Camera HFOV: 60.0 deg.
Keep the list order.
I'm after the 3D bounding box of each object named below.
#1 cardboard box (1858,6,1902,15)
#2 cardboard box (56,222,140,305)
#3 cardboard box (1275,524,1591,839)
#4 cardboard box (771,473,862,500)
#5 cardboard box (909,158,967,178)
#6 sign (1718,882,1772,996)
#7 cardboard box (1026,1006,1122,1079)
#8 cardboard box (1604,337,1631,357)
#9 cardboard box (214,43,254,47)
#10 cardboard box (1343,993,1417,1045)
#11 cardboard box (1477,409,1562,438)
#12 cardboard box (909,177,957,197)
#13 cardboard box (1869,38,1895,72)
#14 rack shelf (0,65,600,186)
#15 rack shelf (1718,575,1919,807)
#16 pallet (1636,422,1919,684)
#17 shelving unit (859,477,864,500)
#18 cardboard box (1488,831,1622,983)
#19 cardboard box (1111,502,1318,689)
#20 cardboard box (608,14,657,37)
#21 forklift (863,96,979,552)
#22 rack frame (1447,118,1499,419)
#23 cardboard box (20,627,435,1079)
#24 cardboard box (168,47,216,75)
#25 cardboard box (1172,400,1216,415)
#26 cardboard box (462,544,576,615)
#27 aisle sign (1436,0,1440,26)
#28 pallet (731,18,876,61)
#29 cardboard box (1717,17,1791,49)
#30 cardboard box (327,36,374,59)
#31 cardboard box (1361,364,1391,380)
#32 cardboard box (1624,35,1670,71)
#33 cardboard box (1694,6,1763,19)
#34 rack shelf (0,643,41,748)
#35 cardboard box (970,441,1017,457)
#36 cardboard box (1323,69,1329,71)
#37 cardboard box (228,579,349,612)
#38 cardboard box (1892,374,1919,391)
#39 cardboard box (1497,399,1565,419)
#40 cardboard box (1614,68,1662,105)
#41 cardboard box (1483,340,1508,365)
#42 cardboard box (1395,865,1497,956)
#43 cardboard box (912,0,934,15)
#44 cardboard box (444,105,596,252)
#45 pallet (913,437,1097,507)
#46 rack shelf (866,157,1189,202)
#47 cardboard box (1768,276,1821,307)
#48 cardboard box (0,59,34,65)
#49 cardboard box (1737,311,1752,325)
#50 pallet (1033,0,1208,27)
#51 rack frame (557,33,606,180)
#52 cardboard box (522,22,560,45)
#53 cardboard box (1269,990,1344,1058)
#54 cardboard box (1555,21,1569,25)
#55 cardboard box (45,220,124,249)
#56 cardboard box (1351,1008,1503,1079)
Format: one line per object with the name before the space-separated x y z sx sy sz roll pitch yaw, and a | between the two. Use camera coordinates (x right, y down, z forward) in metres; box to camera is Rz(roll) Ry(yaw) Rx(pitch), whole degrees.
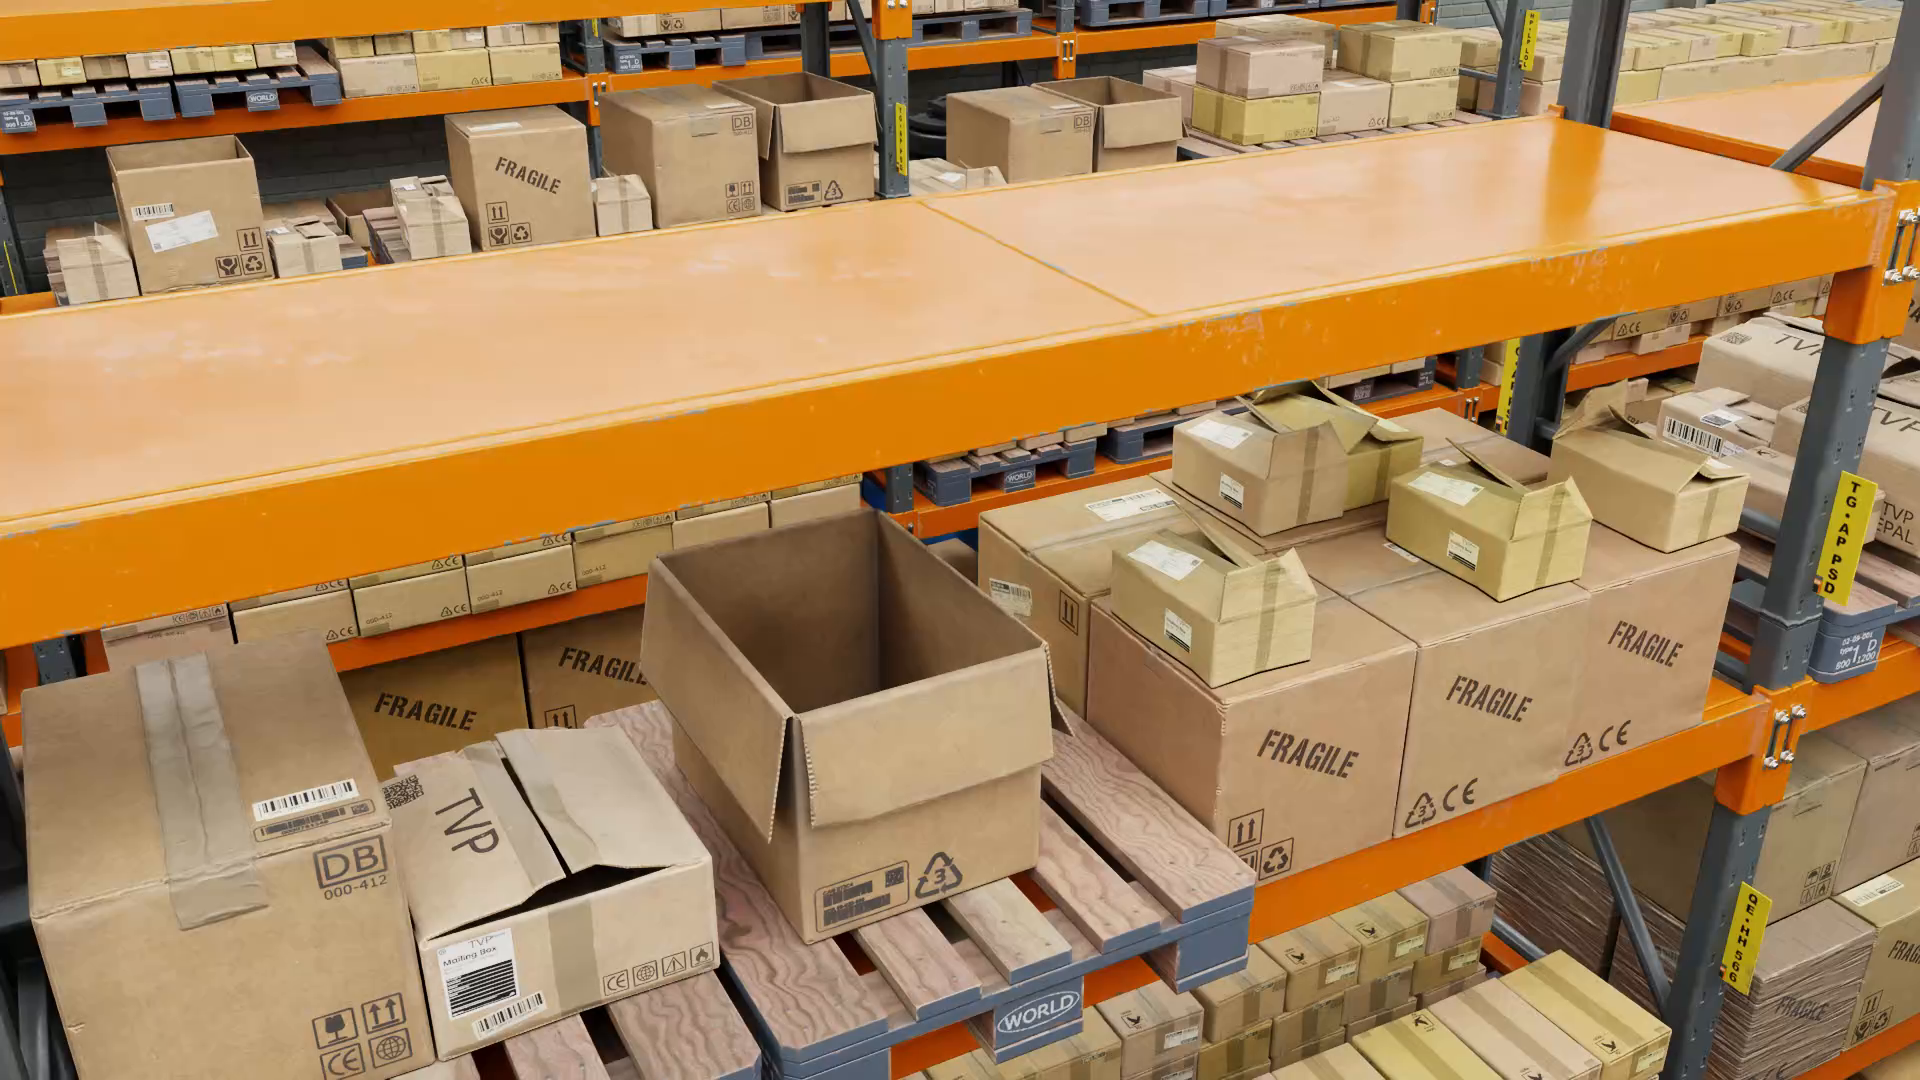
cardboard box | 6.367 -3.541 11.365 0.250 0.149 0.380 -13 28 -25
cardboard box | -3.456 -1.130 6.643 0.258 0.266 0.396 -13 29 -26
cardboard box | 1.067 0.298 3.885 0.500 0.500 0.500 -13 29 -25
cardboard box | -0.840 -0.457 8.634 0.500 0.250 0.500 -13 29 -25
cardboard box | -0.138 -1.932 8.935 0.250 0.149 0.380 -13 29 -25
sign | 2.150 1.094 4.562 0.005 0.325 0.100 -13 29 -25
cardboard box | 0.228 1.319 4.457 0.250 0.149 0.380 -12 28 -24
cardboard box | 4.300 -1.378 11.248 0.250 0.149 0.380 -13 29 -25
cardboard box | -4.826 -3.365 10.975 0.250 0.149 0.380 -13 28 -25
cardboard box | 1.160 1.367 5.043 0.250 0.149 0.380 -12 28 -23
cardboard box | 3.645 -0.615 11.192 0.500 0.500 0.500 -12 28 -23
cardboard box | -0.174 -1.733 8.521 0.250 0.149 0.380 -13 29 -25
cardboard box | 6.202 -3.336 11.398 0.500 0.250 0.500 -13 29 -26
rack shelf | -4.636 -3.010 11.722 4.000 0.370 1.077 -13 29 -25
rack shelf | 3.651 -0.060 5.578 4.000 0.370 1.077 -13 29 -25
pallet | 2.429 -0.044 4.930 1.003 0.211 1.213 -12 28 -23
shelving unit | -1.013 -0.319 10.484 0.755 1.500 0.431 -6 26 -12
cardboard box | 2.157 1.136 5.606 0.500 0.500 0.500 -13 29 -25
cardboard box | 0.526 0.084 3.446 0.258 0.266 0.396 -13 29 -25
cardboard box | -2.421 -3.826 12.259 0.250 0.166 0.380 -13 29 -25
forklift | 0.369 -1.590 11.478 1.130 2.935 3.031 14 29 27
rack frame | 2.997 -1.310 10.814 0.127 3.000 1.000 -13 29 -25
cardboard box | -1.257 0.568 2.838 0.500 0.500 0.700 -13 29 -25
cardboard box | -5.050 -3.166 10.906 0.250 0.149 0.380 -13 29 -26
cardboard box | 1.291 -0.877 9.718 0.250 0.149 0.380 -12 28 -23
cardboard box | -2.188 0.096 8.060 0.500 0.250 0.500 -13 29 -26
aisle sign | 4.384 -5.092 15.689 0.004 0.787 0.394 -13 29 -25
pallet | -1.329 -4.058 13.292 1.213 0.211 1.003 -12 28 -23
cardboard box | 5.194 -3.322 10.909 0.250 0.149 0.380 -14 29 -27
cardboard box | -4.219 -3.438 11.494 0.250 0.149 0.380 -12 28 -24
cardboard box | 2.432 -1.129 10.242 0.250 0.149 0.380 -14 29 -27
cardboard box | 4.126 -3.005 10.249 0.250 0.149 0.380 -13 29 -25
cardboard box | 5.223 -3.534 11.350 0.250 0.149 0.380 -13 29 -25
rack shelf | -5.826 1.051 6.728 4.000 0.370 1.077 -13 29 -25
cardboard box | 0.107 -0.611 9.164 0.250 0.149 0.380 -15 29 -28
cardboard box | 1.846 -2.714 9.962 0.500 0.250 0.500 -13 29 -26
cardboard box | -3.094 0.063 7.551 0.500 0.250 0.500 -13 28 -24
cardboard box | 3.070 -0.310 4.838 0.500 0.250 0.500 -12 28 -24
cardboard box | 3.783 -0.910 11.057 0.250 0.149 0.380 -13 28 -24
cardboard box | 3.965 -2.822 10.328 0.500 0.250 0.500 -13 29 -26
cardboard box | 3.517 -1.472 10.693 0.500 0.500 0.500 -13 29 -25
cardboard box | 1.383 1.052 5.014 0.250 0.149 0.380 -13 29 -25
cardboard box | -0.543 -4.354 13.192 0.500 0.311 0.500 -14 29 -27
cardboard box | -1.951 -1.612 7.377 0.500 0.500 0.500 -13 28 -25
pallet | 0.046 -0.594 9.546 1.003 0.211 1.213 -13 29 -25
rack shelf | 1.232 -1.930 9.472 4.000 0.370 1.077 -13 29 -25
cardboard box | 5.733 -1.988 11.767 0.500 0.500 0.500 -13 29 -25
cardboard box | -5.931 -3.076 10.373 0.250 0.149 0.380 -12 28 -24
cardboard box | 5.385 -1.653 11.819 0.250 0.149 0.380 -13 28 -24
pallet | 1.399 -4.700 14.513 1.213 0.211 1.003 -13 29 -25
rack frame | -2.871 -2.390 13.064 0.127 3.000 1.000 -13 29 -25
cardboard box | -3.071 -3.690 12.019 0.250 0.149 0.380 -12 28 -24
cardboard box | 0.893 1.298 4.844 0.250 0.149 0.380 -14 29 -27
cardboard box | 4.086 -3.274 10.809 0.250 0.149 0.380 -14 29 -26
cardboard box | -5.869 -1.823 11.282 0.500 0.500 0.700 -12 28 -24
cardboard box | 1.216 1.409 4.269 0.250 0.149 0.380 -12 28 -24
